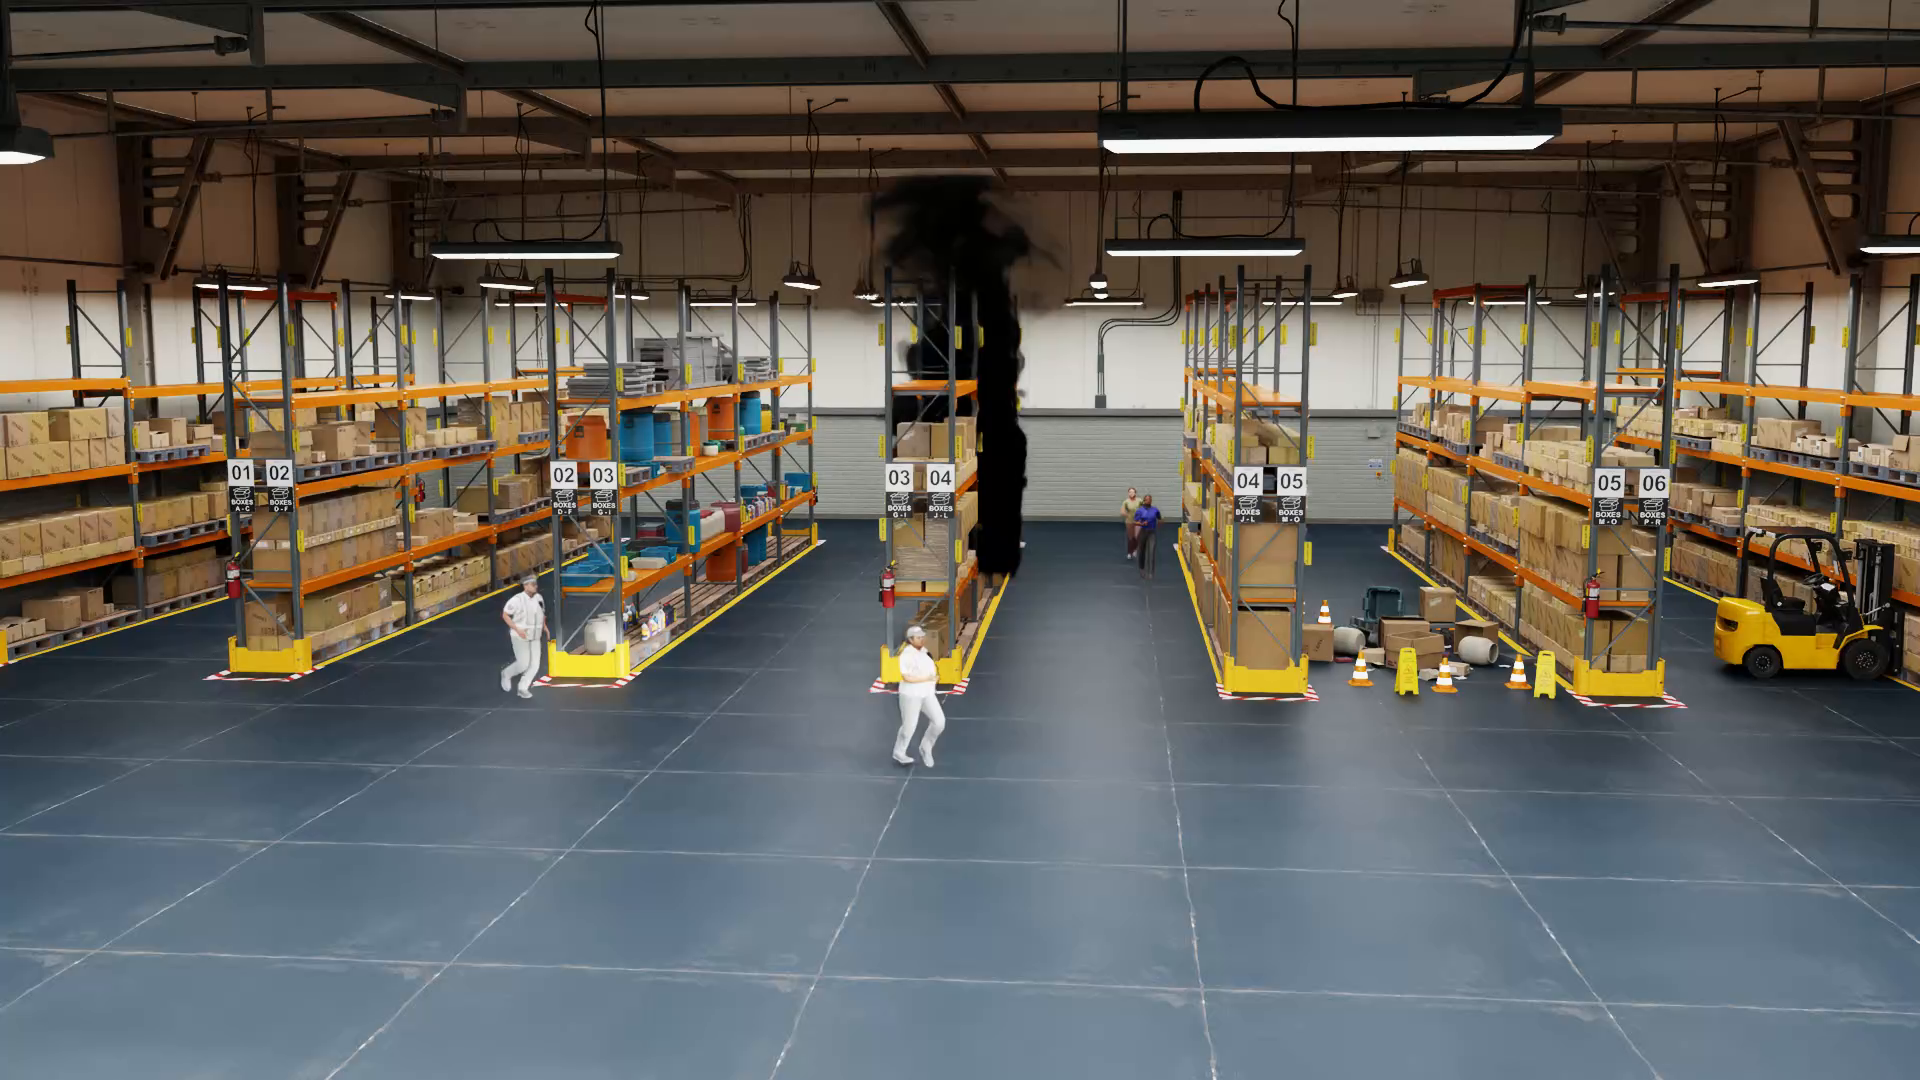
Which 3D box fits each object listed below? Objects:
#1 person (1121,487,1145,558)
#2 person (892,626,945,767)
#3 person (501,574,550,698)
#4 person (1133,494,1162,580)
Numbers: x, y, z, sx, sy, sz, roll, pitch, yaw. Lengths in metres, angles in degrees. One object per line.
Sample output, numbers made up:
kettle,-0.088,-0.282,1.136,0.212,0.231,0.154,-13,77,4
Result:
person,3.932,-0.381,37.566,0.596,1.622,0.765,1,7,10
person,-0.482,1.838,19.403,0.688,1.685,0.578,6,9,41
person,-6.103,1.325,23.370,0.578,1.721,0.687,6,9,38
person,3.678,-0.013,32.563,0.582,1.607,0.864,0,7,2
